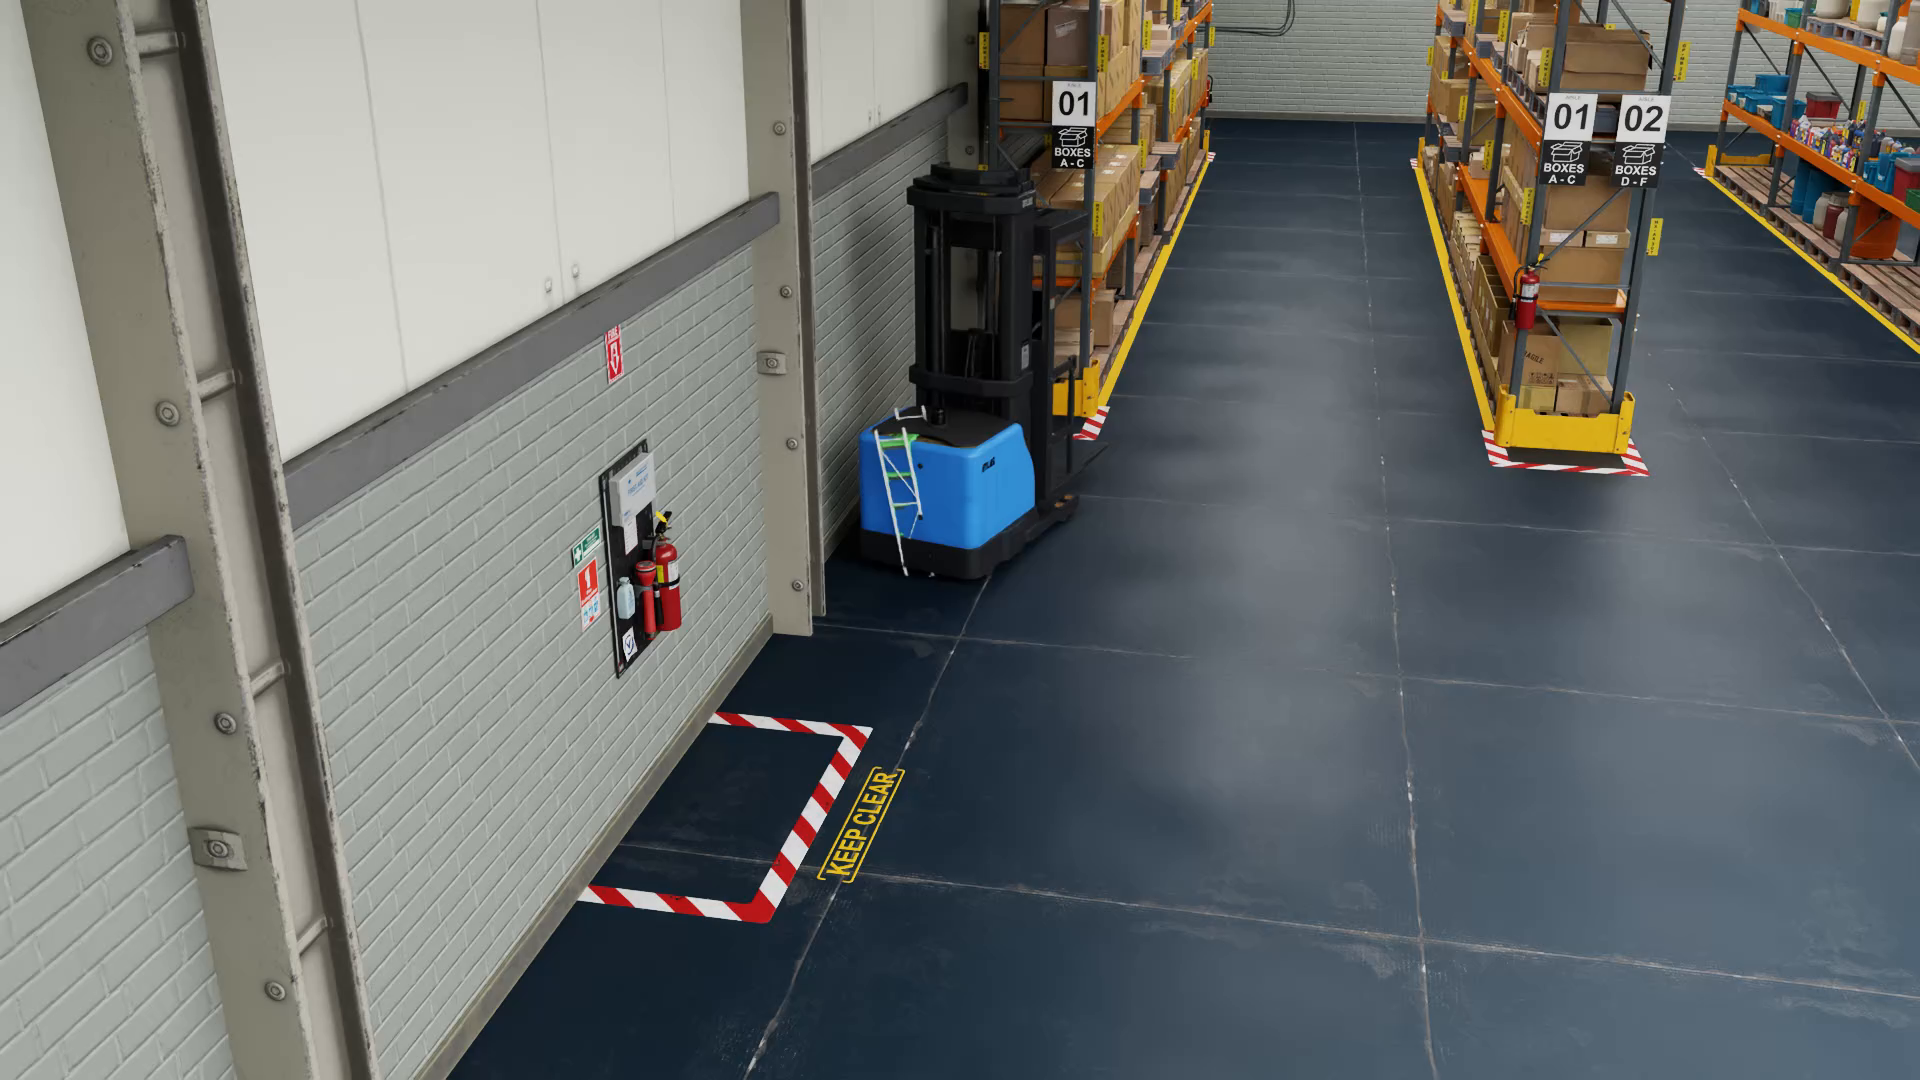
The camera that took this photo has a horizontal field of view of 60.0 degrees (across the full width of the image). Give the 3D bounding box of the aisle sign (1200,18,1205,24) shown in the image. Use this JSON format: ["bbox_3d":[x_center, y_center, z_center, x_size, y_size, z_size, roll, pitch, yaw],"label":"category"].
[{"bbox_3d":[4.340,-9.733,30.026,0.394,0.787,0.004,4,22,11],"label":"aisle sign"}]

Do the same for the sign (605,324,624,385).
[{"bbox_3d":[-1.802,-0.979,8.666,0.001,0.298,0.199,4,22,11],"label":"sign"}]

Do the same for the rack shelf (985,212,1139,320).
[{"bbox_3d":[1.175,-3.070,17.925,1.077,0.370,4.000,4,22,11],"label":"rack shelf"}]

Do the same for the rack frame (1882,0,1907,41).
[{"bbox_3d":[12.098,-7.626,20.243,1.000,3.000,0.127,4,22,11],"label":"rack frame"}]

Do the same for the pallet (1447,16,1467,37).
[{"bbox_3d":[7.656,-7.376,23.890,1.213,0.211,1.003,4,22,11],"label":"pallet"}]

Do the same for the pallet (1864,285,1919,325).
[{"bbox_3d":[11.651,-2.824,20.084,1.003,0.211,1.213,4,22,11],"label":"pallet"}]

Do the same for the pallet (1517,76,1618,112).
[{"bbox_3d":[6.034,-4.351,16.244,1.003,0.211,1.213,4,22,11],"label":"pallet"}]

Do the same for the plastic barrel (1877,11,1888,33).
[{"bbox_3d":[12.174,-6.768,21.752,0.301,0.262,0.301,0,22,0],"label":"plastic barrel"}]

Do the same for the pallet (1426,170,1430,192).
[{"bbox_3d":[8.454,-6.090,28.192,1.003,0.211,1.213,4,22,11],"label":"pallet"}]

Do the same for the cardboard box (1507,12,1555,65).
[{"bbox_3d":[6.073,-5.292,17.581,0.500,0.500,0.500,6,23,15],"label":"cardboard box"}]

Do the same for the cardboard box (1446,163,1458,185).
[{"bbox_3d":[7.423,-5.370,24.425,0.500,0.250,0.500,4,22,10],"label":"cardboard box"}]

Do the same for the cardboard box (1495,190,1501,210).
[{"bbox_3d":[6.433,-4.032,19.530,0.396,0.266,0.258,4,22,10],"label":"cardboard box"}]

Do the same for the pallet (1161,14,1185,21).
[{"bbox_3d":[2.704,-7.551,24.324,1.003,0.211,1.213,6,23,13],"label":"pallet"}]

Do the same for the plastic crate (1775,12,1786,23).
[{"bbox_3d":[12.801,-8.069,25.712,0.293,0.136,0.466,4,22,11],"label":"plastic crate"}]

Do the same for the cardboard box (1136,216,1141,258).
[{"bbox_3d":[2.011,-4.012,22.057,0.700,0.500,0.500,4,22,11],"label":"cardboard box"}]

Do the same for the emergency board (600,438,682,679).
[{"bbox_3d":[-1.703,0.101,9.088,0.194,1.169,0.643,4,22,11],"label":"emergency board"}]

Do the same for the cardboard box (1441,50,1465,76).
[{"bbox_3d":[8.018,-7.587,26.705,0.500,0.500,0.500,4,22,10],"label":"cardboard box"}]

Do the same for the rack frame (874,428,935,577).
[{"bbox_3d":[-0.410,-0.268,12.437,0.240,1.200,0.015,-4,23,19],"label":"rack frame"}]

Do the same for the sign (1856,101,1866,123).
[{"bbox_3d":[13.453,-6.392,24.838,0.100,0.325,0.005,4,22,11],"label":"sign"}]

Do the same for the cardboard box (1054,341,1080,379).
[{"bbox_3d":[0.996,-1.875,17.005,0.500,0.311,0.500,2,22,5],"label":"cardboard box"}]

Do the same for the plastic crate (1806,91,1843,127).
[{"bbox_3d":[13.342,-6.671,25.736,0.402,0.464,0.583,4,22,11],"label":"plastic crate"}]

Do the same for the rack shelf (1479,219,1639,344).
[{"bbox_3d":[6.026,-2.694,16.990,1.077,0.370,4.000,4,22,11],"label":"rack shelf"}]

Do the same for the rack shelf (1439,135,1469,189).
[{"bbox_3d":[7.658,-5.620,24.255,1.077,0.370,4.000,4,22,11],"label":"rack shelf"}]

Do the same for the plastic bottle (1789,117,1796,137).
[{"bbox_3d":[12.422,-6.150,24.765,0.061,0.283,0.133,4,22,11],"label":"plastic bottle"}]

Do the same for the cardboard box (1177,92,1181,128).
[{"bbox_3d":[2.968,-6.322,24.478,0.500,0.500,0.500,4,22,11],"label":"cardboard box"}]

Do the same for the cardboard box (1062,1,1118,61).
[{"bbox_3d":[1.235,-4.885,15.954,0.500,0.500,0.500,4,22,10],"label":"cardboard box"}]

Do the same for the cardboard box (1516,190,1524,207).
[{"bbox_3d":[5.877,-3.456,16.918,0.380,0.149,0.250,4,22,10],"label":"cardboard box"}]

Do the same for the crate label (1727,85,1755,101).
[{"bbox_3d":[13.358,-7.654,28.486,0.416,0.233,0.303,4,22,11],"label":"crate label"}]

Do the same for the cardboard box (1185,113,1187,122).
[{"bbox_3d":[3.396,-6.715,26.320,0.380,0.149,0.250,5,22,12],"label":"cardboard box"}]

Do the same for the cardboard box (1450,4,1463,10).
[{"bbox_3d":[7.905,-8.205,25.896,0.500,0.250,0.500,4,22,11],"label":"cardboard box"}]

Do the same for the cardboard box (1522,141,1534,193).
[{"bbox_3d":[6.042,-3.694,16.640,0.700,0.500,0.500,4,22,11],"label":"cardboard box"}]

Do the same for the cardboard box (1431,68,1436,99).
[{"bbox_3d":[8.434,-7.863,28.728,0.500,0.500,0.500,4,22,10],"label":"cardboard box"}]

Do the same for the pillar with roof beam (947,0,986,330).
[{"bbox_3d":[4.278,-5.449,14.838,9.100,9.000,0.400,4,22,11],"label":"pillar with roof beam"}]

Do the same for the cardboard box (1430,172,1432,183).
[{"bbox_3d":[7.922,-5.938,27.310,0.380,0.149,0.250,4,22,11],"label":"cardboard box"}]

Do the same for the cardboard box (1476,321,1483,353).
[{"bbox_3d":[5.828,-2.167,17.837,0.500,0.250,0.500,4,22,11],"label":"cardboard box"}]

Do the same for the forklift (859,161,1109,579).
[{"bbox_3d":[0.345,-1.576,13.343,1.130,2.935,3.031,11,24,25],"label":"forklift"}]

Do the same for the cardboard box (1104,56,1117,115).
[{"bbox_3d":[1.225,-4.416,16.128,0.500,0.500,0.500,6,23,14],"label":"cardboard box"}]

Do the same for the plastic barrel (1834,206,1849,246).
[{"bbox_3d":[12.209,-4.277,22.727,0.421,0.512,0.421,0,22,0],"label":"plastic barrel"}]

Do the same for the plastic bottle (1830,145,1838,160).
[{"bbox_3d":[11.991,-5.306,22.778,0.097,0.201,0.097,0,22,0],"label":"plastic bottle"}]

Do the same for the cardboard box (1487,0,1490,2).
[{"bbox_3d":[7.553,-7.656,22.860,0.500,0.500,0.500,4,22,11],"label":"cardboard box"}]

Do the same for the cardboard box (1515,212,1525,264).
[{"bbox_3d":[6.038,-3.079,16.849,0.700,0.500,0.500,5,23,13],"label":"cardboard box"}]

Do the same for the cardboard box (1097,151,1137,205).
[{"bbox_3d":[1.693,-4.043,18.548,0.500,0.500,0.500,4,22,11],"label":"cardboard box"}]

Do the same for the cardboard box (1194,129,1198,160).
[{"bbox_3d":[3.885,-7.113,29.783,0.700,0.500,0.500,4,22,11],"label":"cardboard box"}]

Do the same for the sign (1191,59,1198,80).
[{"bbox_3d":[3.749,-7.524,26.576,0.100,0.325,0.005,4,22,11],"label":"sign"}]

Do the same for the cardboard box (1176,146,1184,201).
[{"bbox_3d":[3.032,-5.686,25.772,0.750,0.750,0.750,5,23,13],"label":"cardboard box"}]

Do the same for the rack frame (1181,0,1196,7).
[{"bbox_3d":[3.216,-9.844,25.750,1.000,3.000,0.127,4,22,11],"label":"rack frame"}]

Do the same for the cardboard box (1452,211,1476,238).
[{"bbox_3d":[6.855,-4.232,22.215,0.500,0.311,0.500,5,23,13],"label":"cardboard box"}]

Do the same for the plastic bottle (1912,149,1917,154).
[{"bbox_3d":[12.615,-5.039,22.007,0.061,0.283,0.133,4,22,11],"label":"plastic bottle"}]

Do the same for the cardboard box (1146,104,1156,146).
[{"bbox_3d":[2.314,-5.676,22.709,0.700,0.500,0.500,2,22,5],"label":"cardboard box"}]

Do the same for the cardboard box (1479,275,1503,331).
[{"bbox_3d":[5.829,-2.515,17.697,0.500,0.500,0.500,4,22,11],"label":"cardboard box"}]

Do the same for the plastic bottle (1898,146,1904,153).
[{"bbox_3d":[12.588,-5.131,22.251,0.097,0.271,0.097,0,22,0],"label":"plastic bottle"}]

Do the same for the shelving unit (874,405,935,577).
[{"bbox_3d":[-0.344,-0.367,12.650,0.258,1.200,0.503,-4,23,19],"label":"shelving unit"}]

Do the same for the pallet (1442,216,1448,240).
[{"bbox_3d":[7.690,-4.643,24.601,1.003,0.211,1.213,4,22,11],"label":"pallet"}]

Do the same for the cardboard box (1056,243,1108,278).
[{"bbox_3d":[1.178,-2.766,16.381,0.500,0.250,0.500,4,22,9],"label":"cardboard box"}]

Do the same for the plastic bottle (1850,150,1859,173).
[{"bbox_3d":[11.763,-4.969,21.833,0.061,0.283,0.133,4,22,11],"label":"plastic bottle"}]

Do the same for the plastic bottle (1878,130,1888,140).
[{"bbox_3d":[12.822,-5.519,23.108,0.144,0.351,0.185,4,22,11],"label":"plastic bottle"}]
